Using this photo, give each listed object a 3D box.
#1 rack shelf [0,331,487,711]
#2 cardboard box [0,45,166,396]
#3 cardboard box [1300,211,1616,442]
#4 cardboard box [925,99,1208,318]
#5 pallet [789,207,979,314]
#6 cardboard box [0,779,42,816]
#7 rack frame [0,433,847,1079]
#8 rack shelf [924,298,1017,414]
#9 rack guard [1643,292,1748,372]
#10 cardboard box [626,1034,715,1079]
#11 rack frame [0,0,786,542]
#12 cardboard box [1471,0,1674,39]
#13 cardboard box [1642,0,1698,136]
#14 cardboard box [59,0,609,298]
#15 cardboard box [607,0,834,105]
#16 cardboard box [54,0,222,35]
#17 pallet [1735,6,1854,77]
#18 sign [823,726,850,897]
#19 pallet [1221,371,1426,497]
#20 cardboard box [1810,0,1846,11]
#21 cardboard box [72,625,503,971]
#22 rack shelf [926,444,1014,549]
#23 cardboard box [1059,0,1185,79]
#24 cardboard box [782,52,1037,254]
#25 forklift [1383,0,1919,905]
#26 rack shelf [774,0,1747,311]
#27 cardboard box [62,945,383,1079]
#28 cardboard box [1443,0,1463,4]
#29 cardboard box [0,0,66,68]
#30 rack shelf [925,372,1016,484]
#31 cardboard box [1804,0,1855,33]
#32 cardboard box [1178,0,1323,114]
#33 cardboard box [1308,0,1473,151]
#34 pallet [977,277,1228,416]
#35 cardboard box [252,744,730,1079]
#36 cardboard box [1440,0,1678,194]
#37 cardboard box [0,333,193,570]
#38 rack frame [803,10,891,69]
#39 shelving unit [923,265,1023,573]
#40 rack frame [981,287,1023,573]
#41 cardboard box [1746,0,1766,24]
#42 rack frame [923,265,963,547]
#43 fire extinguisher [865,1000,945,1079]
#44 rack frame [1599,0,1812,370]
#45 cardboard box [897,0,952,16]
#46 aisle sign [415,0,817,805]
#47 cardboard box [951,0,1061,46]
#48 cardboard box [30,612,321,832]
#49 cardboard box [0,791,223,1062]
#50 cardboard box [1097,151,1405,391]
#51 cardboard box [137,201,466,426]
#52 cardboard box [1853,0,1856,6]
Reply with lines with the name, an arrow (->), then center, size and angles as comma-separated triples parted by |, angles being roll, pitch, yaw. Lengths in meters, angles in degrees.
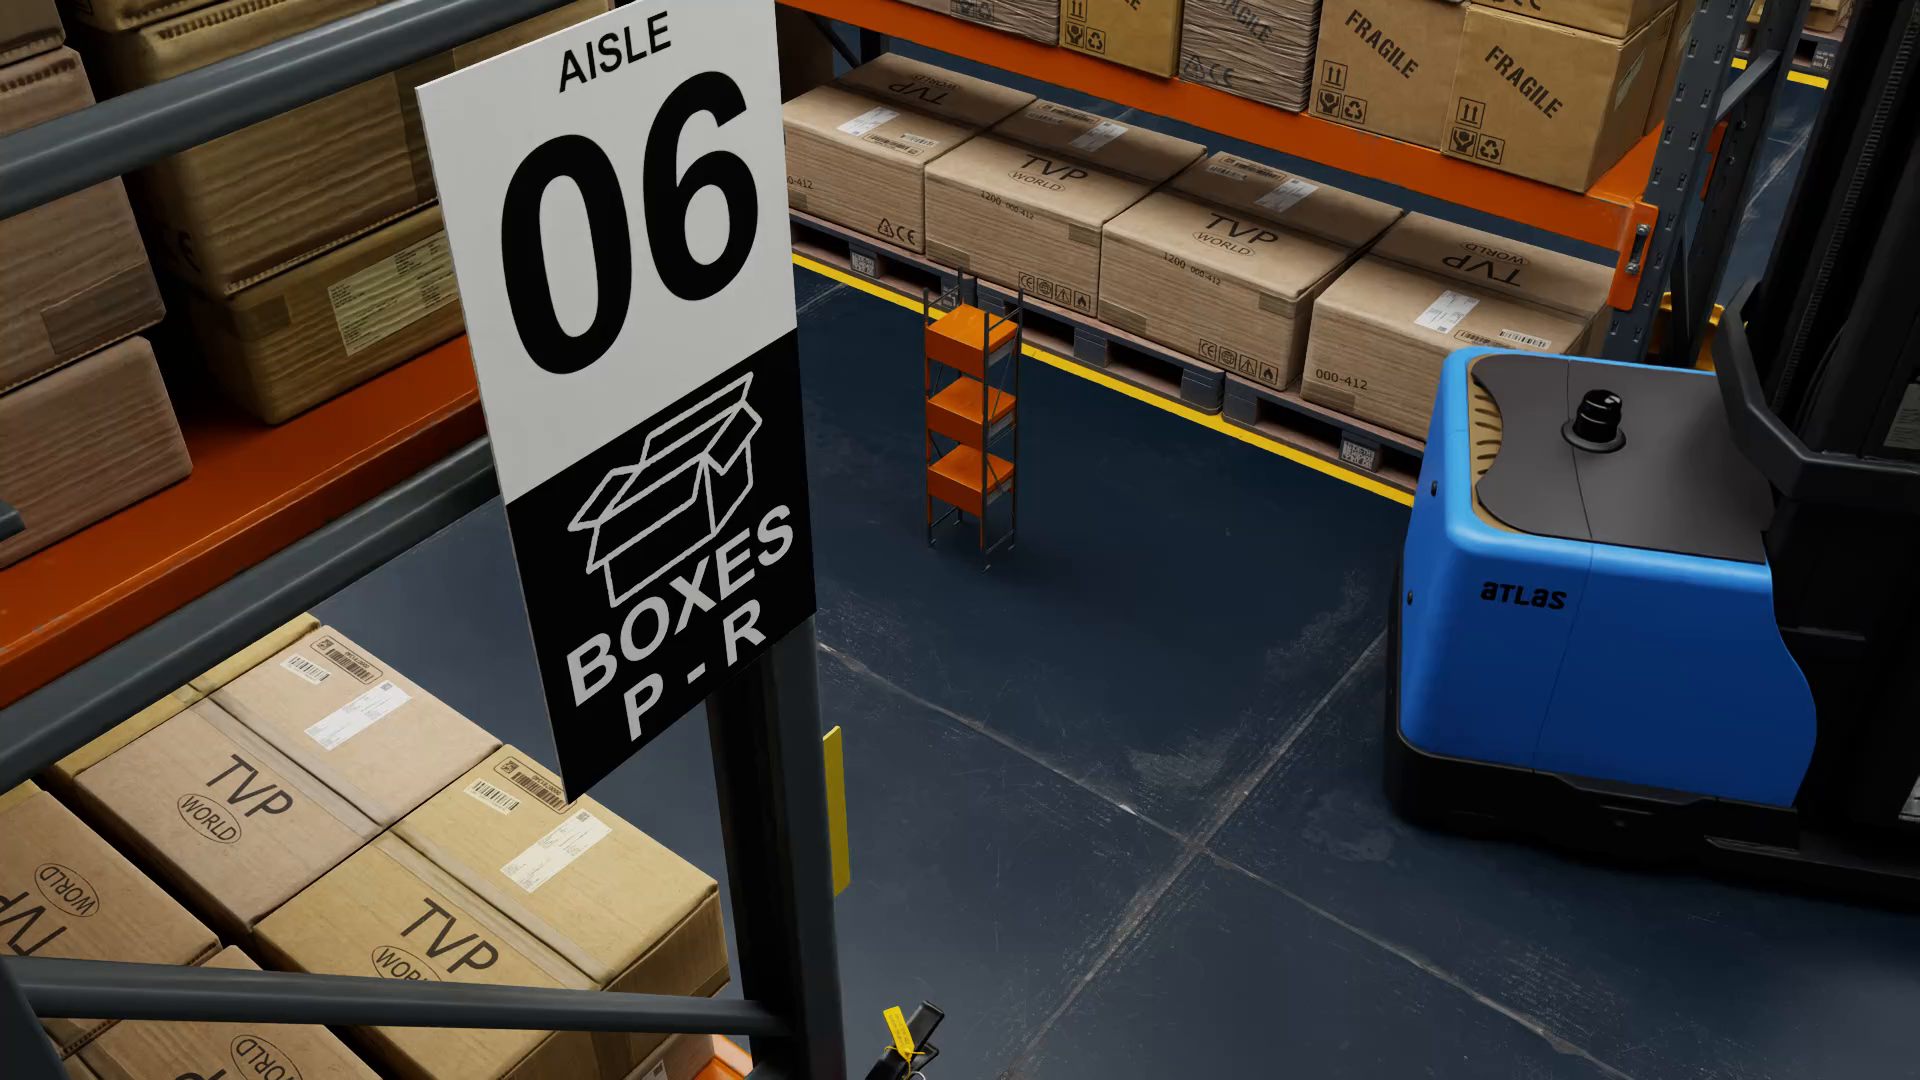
rack shelf -> -2.114, -0.634, 2.530 | 4.000, 0.370, 1.077 | 25, 45, 29
cardboard box -> -1.044, -0.259, 1.349 | 0.500, 0.250, 0.500 | 24, 44, 28
cardboard box -> 1.902, -0.773, 6.296 | 0.875, 0.438, 0.875 | 24, 44, 27
cardboard box -> 0.455, -1.451, 7.161 | 0.875, 0.438, 0.875 | 24, 44, 27
pallet -> -0.133, -1.496, 7.743 | 1.213, 0.211, 1.003 | 25, 45, 29
cardboard box -> -1.851, 0.531, 2.772 | 0.500, 0.250, 0.500 | 27, 45, 30
rack frame -> -0.525, 1.013, 2.277 | 0.127, 3.000, 1.000 | 25, 45, 29
rack shelf -> 0.042, -0.608, 5.486 | 0.240, 0.259, 0.215 | 25, 45, 29
rack guard -> 2.506, -0.425, 6.142 | 0.348, 0.500, 1.175 | 25, 45, 29
cardboard box -> -0.620, 0.855, 2.683 | 0.250, 0.149, 0.380 | 25, 44, 28
rack frame -> -0.525, -1.349, 0.427 | 0.127, 3.000, 1.000 | 25, 45, 29
cardboard box -> 1.960, -1.916, 5.125 | 0.500, 0.500, 0.500 | 27, 45, 30
cardboard box -> 2.281, -1.778, 5.761 | 0.500, 0.500, 0.500 | 25, 44, 28
cardboard box -> -0.712, -0.526, 1.690 | 0.500, 0.250, 0.500 | 25, 44, 28
cardboard box -> -1.231, -2.438, 8.068 | 0.875, 0.875, 0.875 | 27, 45, 30
cardboard box -> -0.725, -0.712, 1.522 | 0.500, 0.250, 0.500 | 25, 44, 28
pallet -> 4.730, -3.132, 9.834 | 1.213, 0.211, 1.003 | 25, 45, 29
sign -> -0.196, 0.407, 2.349 | 0.005, 0.325, 0.100 | 25, 45, 29
pallet -> 1.805, -0.582, 6.576 | 1.213, 0.211, 1.003 | 25, 45, 29
cardboard box -> 4.822, -3.098, 9.259 | 0.250, 0.149, 0.380 | 24, 44, 27
cardboard box -> -1.123, 0.465, 2.858 | 0.500, 0.250, 0.500 | 26, 45, 29
rack shelf -> 0.043, -0.166, 5.833 | 0.240, 0.259, 0.215 | 25, 45, 29
cardboard box -> 0.721, -2.079, 6.145 | 0.500, 0.500, 0.500 | 27, 45, 30
cardboard box -> -0.256, -1.785, 7.589 | 0.875, 0.438, 0.875 | 25, 44, 28
forklift -> 2.832, -0.422, 4.165 | 3.031, 2.935, 1.130 | 8, 39, 10
rack shelf -> 0.899, -1.884, 6.561 | 4.000, 0.370, 1.077 | 25, 45, 29
cardboard box -> -1.052, 0.913, 2.285 | 0.500, 0.250, 0.500 | 27, 45, 30
cardboard box -> 1.527, -2.097, 5.357 | 0.500, 0.500, 0.500 | 25, 45, 29
cardboard box -> -1.048, -0.452, 1.190 | 0.500, 0.250, 0.500 | 24, 44, 27
rack shelf -> 0.042, -0.385, 5.661 | 0.240, 0.259, 0.215 | 25, 45, 29
cardboard box -> 4.870, -3.018, 9.398 | 0.250, 0.149, 0.380 | 26, 45, 29
cardboard box -> 1.139, -1.892, 5.906 | 0.500, 0.500, 0.500 | 27, 45, 30
cardboard box -> 1.554, -1.704, 5.667 | 0.500, 0.500, 0.500 | 24, 44, 28
pallet -> 0.840, -1.039, 7.160 | 1.213, 0.211, 1.003 | 25, 45, 29
cardboard box -> -0.722, 0.653, 2.617 | 0.500, 0.250, 0.500 | 25, 45, 29
cardboard box -> 1.943, -1.509, 5.417 | 0.500, 0.500, 0.500 | 26, 45, 29
cardboard box -> -0.920, -0.075, 1.438 | 0.250, 0.149, 0.380 | 27, 45, 30
rack frame -> -0.690, -2.917, 7.296 | 0.127, 3.000, 1.000 | 25, 45, 29
shelving unit -> 0.042, -0.393, 5.655 | 0.252, 1.050, 0.215 | 25, 45, 29
rack frame -> 0.139, -0.348, 5.596 | 0.008, 1.050, 0.200 | 25, 45, 29
cardboard box -> 4.604, -3.065, 9.457 | 0.250, 0.149, 0.380 | 27, 45, 30
rack frame -> -0.054, -0.439, 5.713 | 0.008, 1.050, 0.200 | 25, 45, 29
fire extinguisher -> -0.128, 1.019, 2.634 | 0.183, 0.674, 0.296 | 25, 45, 29
rack frame -> 2.487, -1.419, 5.383 | 0.127, 3.000, 1.000 | 25, 45, 29
cardboard box -> -0.079, -2.462, 6.634 | 0.500, 0.500, 0.500 | 26, 45, 29
aisle sign -> -0.293, -0.129, 1.626 | 0.004, 0.787, 0.394 | 25, 45, 29
cardboard box -> 0.312, -2.272, 6.392 | 0.500, 0.500, 0.500 | 26, 45, 29
cardboard box -> -1.527, 0.276, 3.098 | 0.500, 0.250, 0.500 | 24, 44, 28
cardboard box -> -1.461, 0.719, 2.533 | 0.500, 0.250, 0.500 | 25, 45, 29
cardboard box -> 1.170, -1.112, 6.729 | 0.875, 0.438, 0.875 | 27, 45, 30
cardboard box -> -0.637, -0.302, 1.727 | 0.250, 0.149, 0.380 | 26, 45, 29
cardboard box -> 5.193, -3.276, 9.727 | 0.250, 0.149, 0.380 | 26, 45, 29
